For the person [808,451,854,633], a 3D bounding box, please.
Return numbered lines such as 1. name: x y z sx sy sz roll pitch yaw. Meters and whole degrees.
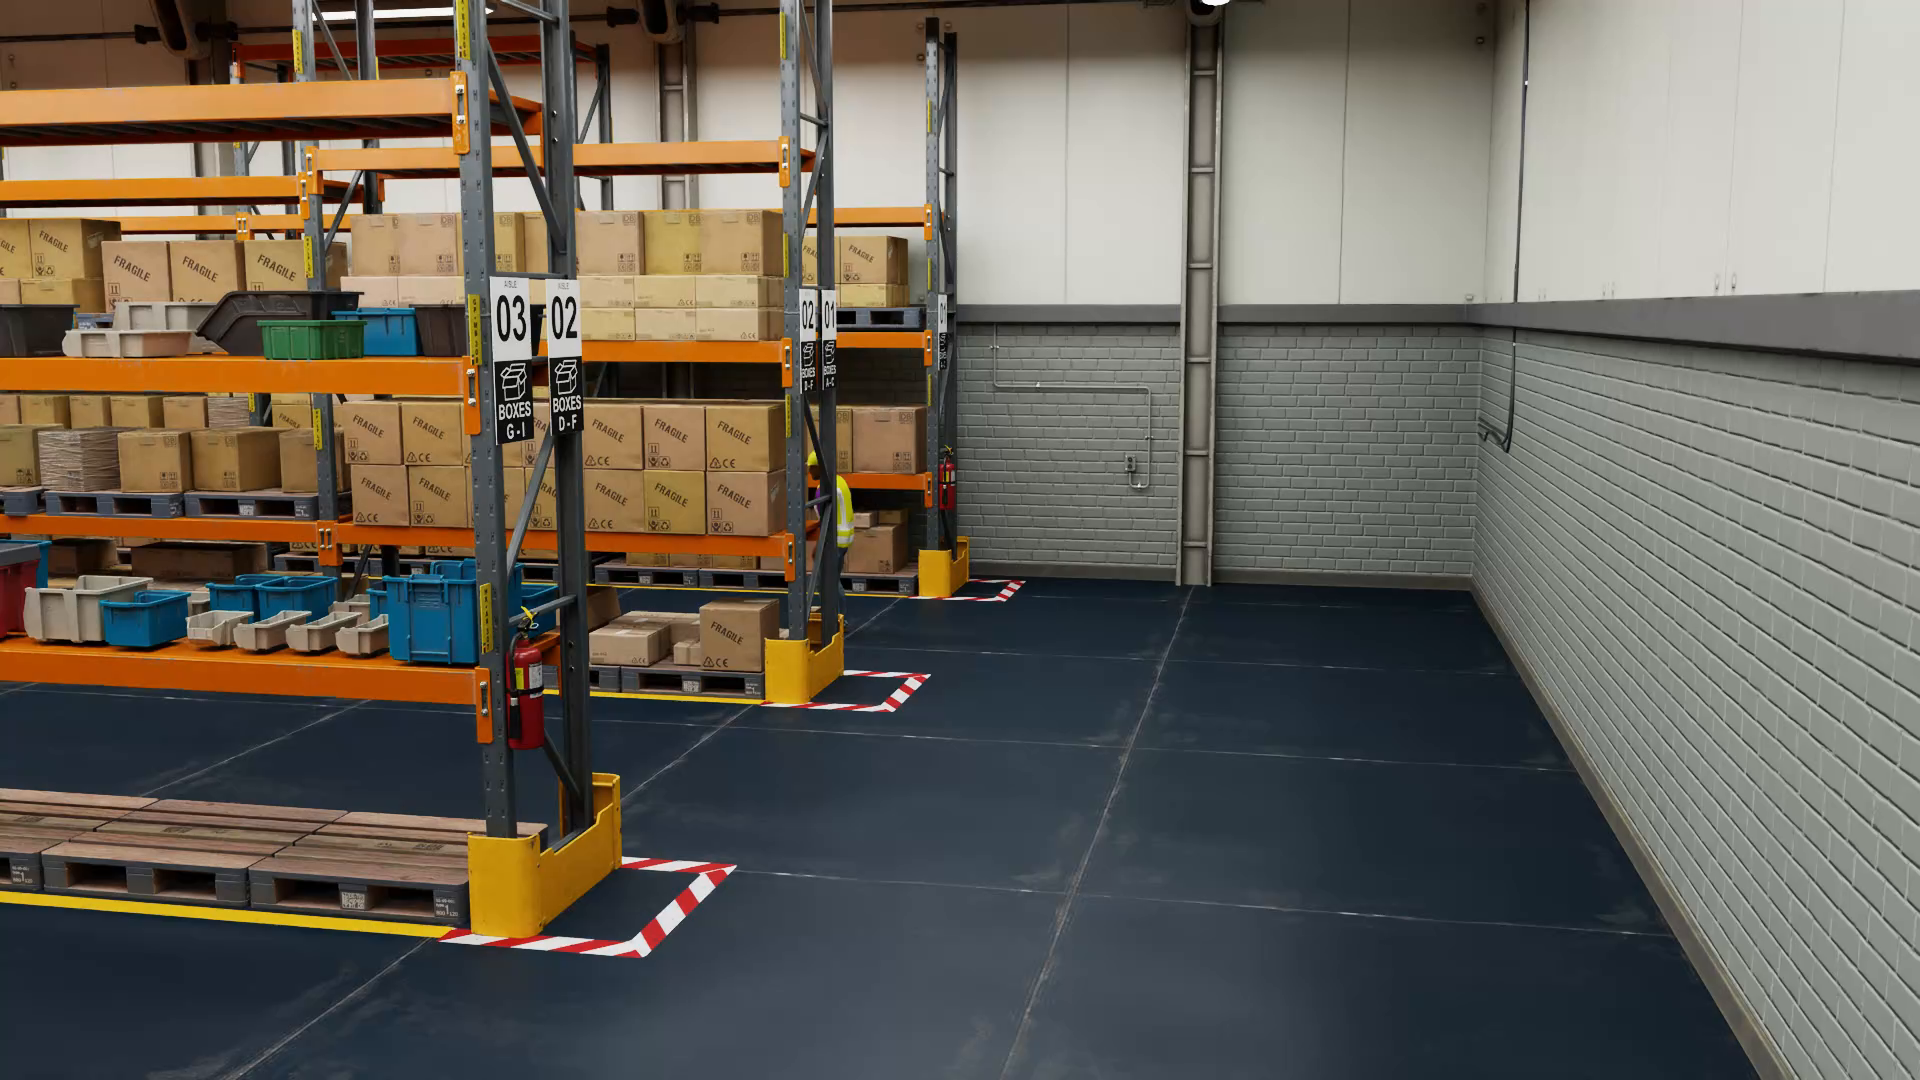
1. person: -1.228 0.025 15.563 0.456 1.761 0.628 2 8 12
